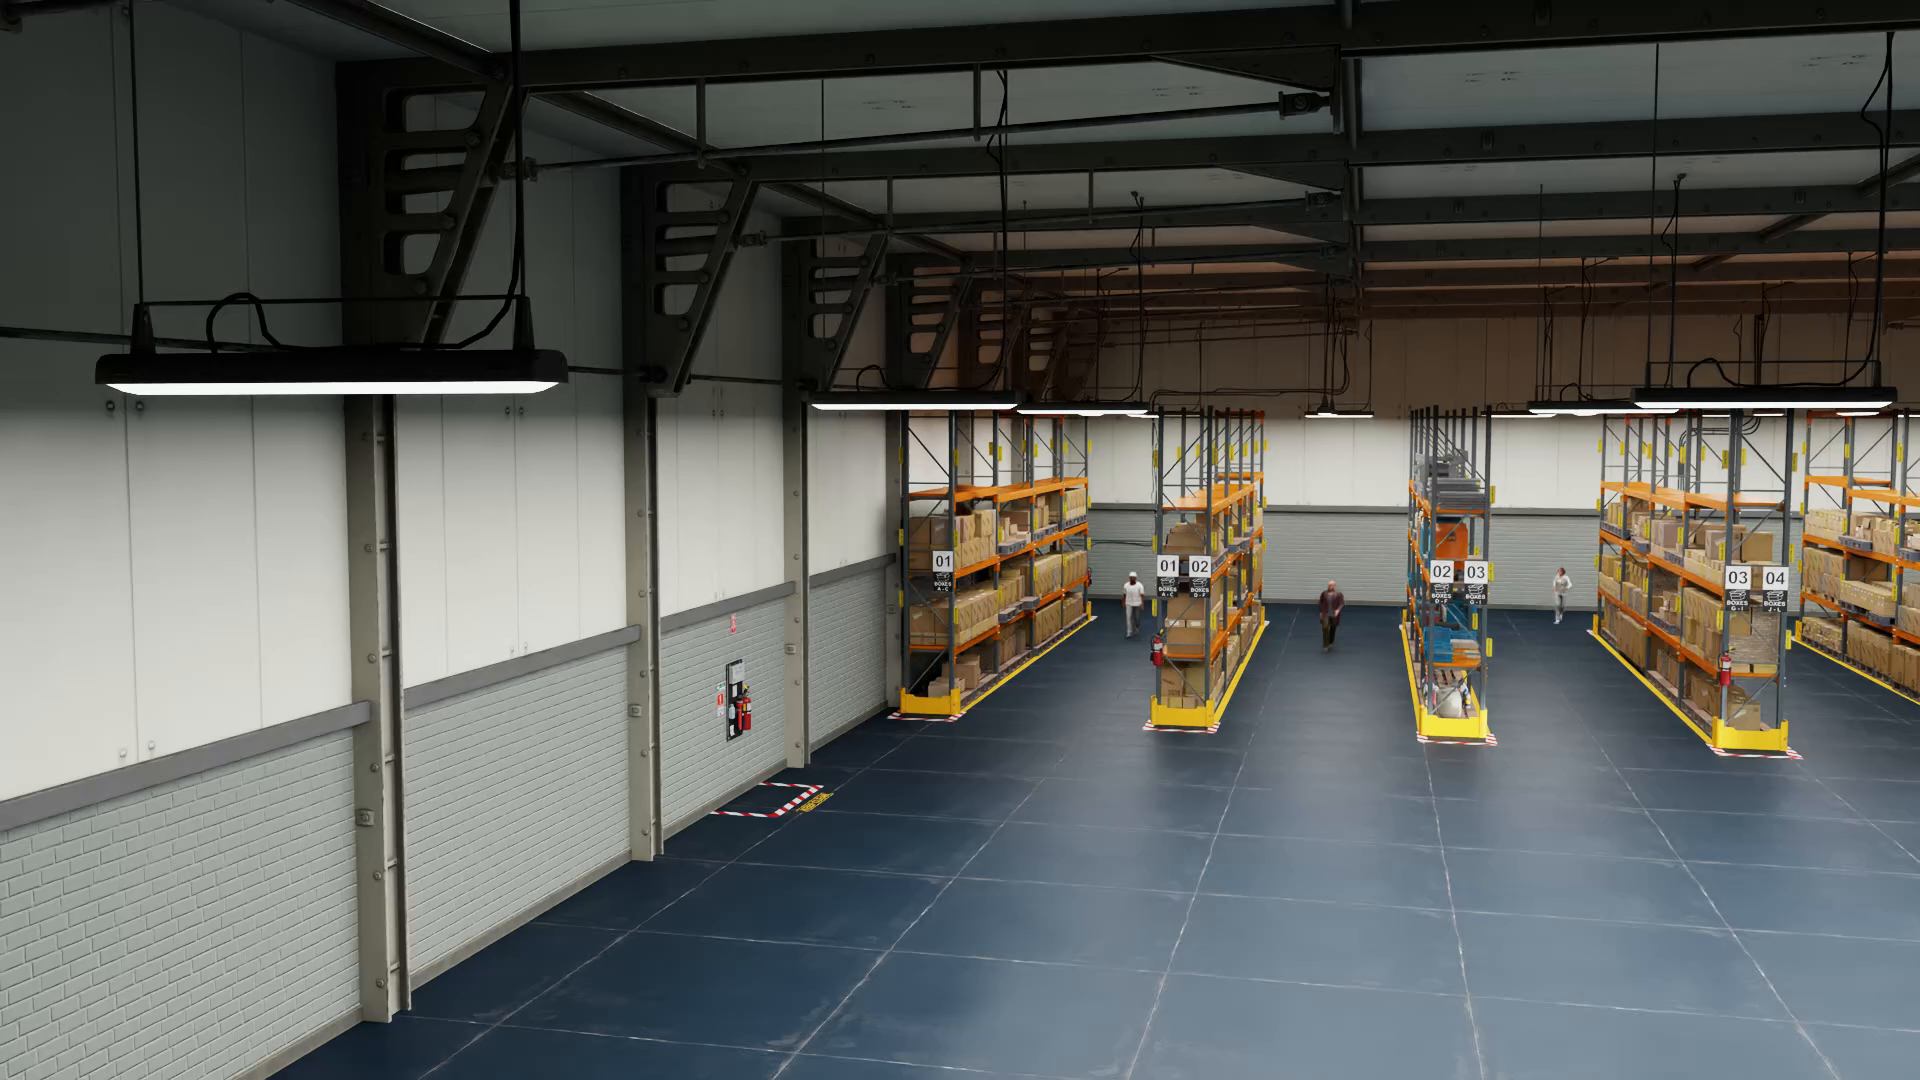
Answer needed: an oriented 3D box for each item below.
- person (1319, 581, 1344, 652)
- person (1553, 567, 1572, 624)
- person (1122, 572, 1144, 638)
[{"bbox_3d":[9.271,1.918,41.505,0.610,1.814,0.936,1,4,13],"label":"person"},{"bbox_3d":[17.066,1.562,47.137,0.495,1.600,0.775,1,4,18],"label":"person"},{"bbox_3d":[4.585,1.708,44.092,0.615,1.725,1.080,1,4,10],"label":"person"}]
